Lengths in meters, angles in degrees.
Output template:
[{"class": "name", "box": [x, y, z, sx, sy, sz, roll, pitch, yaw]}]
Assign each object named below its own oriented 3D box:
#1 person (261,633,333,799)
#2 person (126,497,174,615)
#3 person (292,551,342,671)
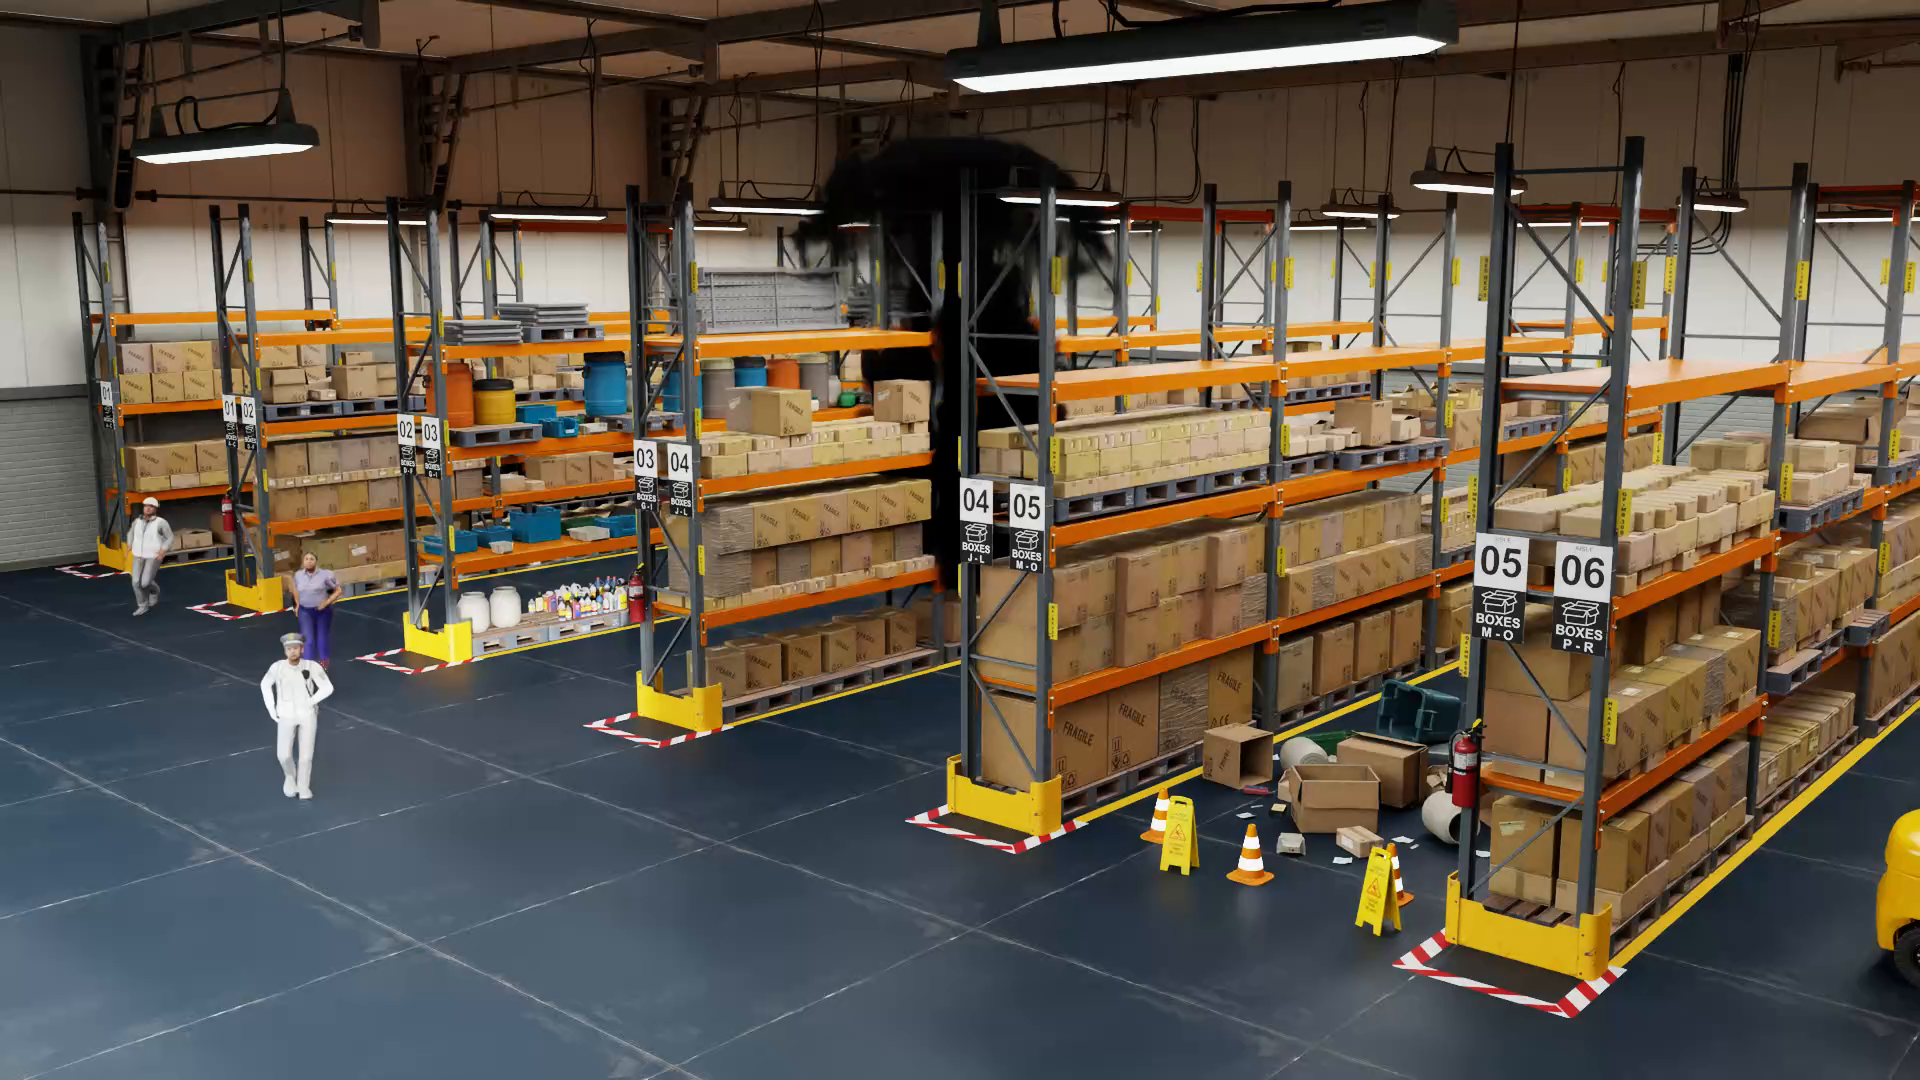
[{"class": "person", "box": [-6.358, 1.701, 15.962, 0.667, 1.666, 0.532, -2, 10, -14]}, {"class": "person", "box": [-12.067, 0.238, 24.710, 0.699, 1.732, 0.491, 0, 9, 3]}, {"class": "person", "box": [-7.989, 0.934, 20.688, 0.603, 1.647, 0.813, -2, 10, -11]}]
